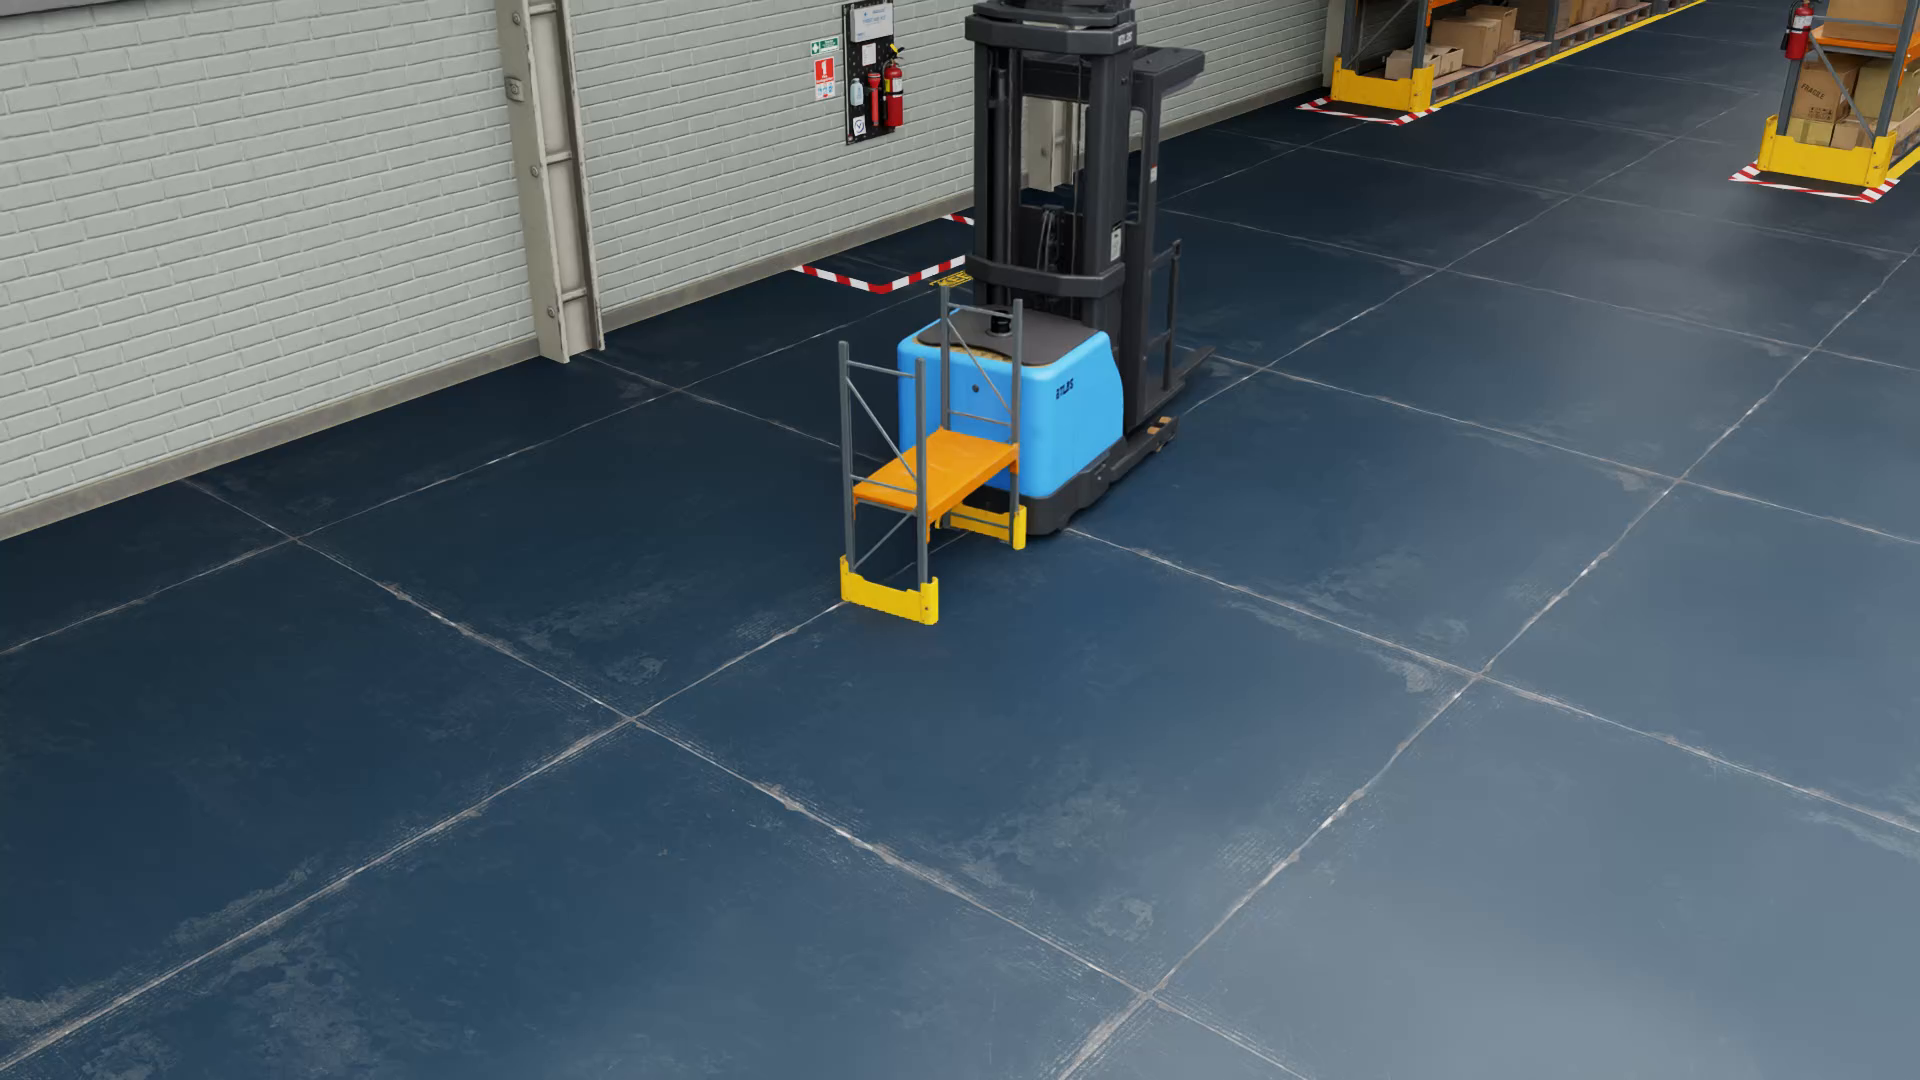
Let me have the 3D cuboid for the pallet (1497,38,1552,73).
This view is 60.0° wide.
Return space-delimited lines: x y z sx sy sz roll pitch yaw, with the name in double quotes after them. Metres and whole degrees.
7.084 -6.434 21.957 1.003 0.211 1.213 21 34 34 "pallet"

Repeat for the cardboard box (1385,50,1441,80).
5.450 -5.723 19.995 0.500 0.311 0.500 17 32 29 "cardboard box"

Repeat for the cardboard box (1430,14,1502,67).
6.317 -6.254 20.817 0.700 0.500 0.500 18 33 31 "cardboard box"

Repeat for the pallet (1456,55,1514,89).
6.309 -5.999 21.117 1.003 0.211 1.213 21 34 34 "pallet"

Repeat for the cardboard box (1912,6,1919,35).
9.402 -5.450 16.912 0.700 0.500 0.500 22 34 36 "cardboard box"

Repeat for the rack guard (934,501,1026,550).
0.114 -0.131 9.732 0.587 0.250 0.087 15 31 26 "rack guard"

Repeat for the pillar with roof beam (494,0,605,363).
0.407 -4.155 7.989 9.100 9.000 0.400 21 34 34 "pillar with roof beam"

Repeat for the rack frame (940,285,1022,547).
0.115 -0.687 9.446 0.500 1.500 0.032 15 31 26 "rack frame"

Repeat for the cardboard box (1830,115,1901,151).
9.278 -4.147 17.036 0.500 0.250 0.500 21 34 34 "cardboard box"

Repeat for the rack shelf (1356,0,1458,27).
6.212 -6.892 20.591 1.077 0.370 4.000 21 34 34 "rack shelf"

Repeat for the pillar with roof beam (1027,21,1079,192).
4.223 -6.283 12.101 9.100 9.000 0.400 21 34 34 "pillar with roof beam"

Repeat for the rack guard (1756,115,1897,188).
8.750 -3.938 16.817 1.175 0.500 0.348 21 34 34 "rack guard"

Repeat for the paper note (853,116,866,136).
-0.866 -3.578 14.360 0.016 0.148 0.142 21 34 34 "paper note"

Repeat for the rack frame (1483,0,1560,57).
7.484 -7.921 21.797 1.000 3.000 0.127 21 34 34 "rack frame"

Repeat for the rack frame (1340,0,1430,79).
4.940 -6.503 19.055 1.000 3.000 0.127 21 34 34 "rack frame"

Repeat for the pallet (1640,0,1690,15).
10.588 -8.358 25.677 1.003 0.211 1.213 21 34 34 "pallet"

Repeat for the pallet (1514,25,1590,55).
7.978 -6.959 22.972 1.003 0.211 1.213 21 34 34 "pallet"

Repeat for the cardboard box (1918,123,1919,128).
10.233 -4.678 18.064 0.500 0.250 0.500 21 34 34 "cardboard box"

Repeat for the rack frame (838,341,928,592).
-0.394 -0.283 8.664 0.500 1.500 0.032 15 31 26 "rack frame"

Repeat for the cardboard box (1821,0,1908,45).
9.072 -5.262 16.549 0.700 0.500 0.500 21 34 34 "cardboard box"

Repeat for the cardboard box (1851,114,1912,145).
9.593 -4.325 17.381 0.500 0.250 0.500 21 34 34 "cardboard box"

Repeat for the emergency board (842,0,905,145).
-0.700 -4.011 14.240 0.194 1.169 0.643 21 34 34 "emergency board"

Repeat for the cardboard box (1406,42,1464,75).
5.812 -5.925 20.386 0.500 0.311 0.500 24 36 38 "cardboard box"

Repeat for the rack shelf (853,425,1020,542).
-0.140 -0.325 9.138 0.538 0.185 1.000 15 31 26 "rack shelf"

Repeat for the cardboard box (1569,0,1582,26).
8.230 -7.470 23.166 0.700 0.500 0.500 20 33 33 "cardboard box"

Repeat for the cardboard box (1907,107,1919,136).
9.911 -4.502 17.724 0.500 0.250 0.500 21 34 34 "cardboard box"

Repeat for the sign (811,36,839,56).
-1.121 -4.096 13.787 0.001 0.109 0.331 21 34 34 "sign"

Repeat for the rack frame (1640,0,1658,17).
10.029 -9.339 24.538 1.000 3.000 0.127 21 34 34 "rack frame"

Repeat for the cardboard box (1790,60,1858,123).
8.876 -4.632 17.158 0.500 0.500 0.500 21 34 34 "cardboard box"

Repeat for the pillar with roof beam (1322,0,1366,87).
8.040 -8.410 16.213 9.100 9.000 0.400 21 34 34 "pillar with roof beam"

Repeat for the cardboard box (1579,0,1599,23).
8.585 -7.639 23.493 0.700 0.500 0.500 21 34 35 "cardboard box"

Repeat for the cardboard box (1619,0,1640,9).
9.611 -8.154 24.489 0.700 0.500 0.500 21 34 35 "cardboard box"

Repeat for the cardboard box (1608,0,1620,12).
9.193 -8.005 24.201 0.700 0.500 0.500 21 34 34 "cardboard box"

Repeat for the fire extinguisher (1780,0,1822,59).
8.331 -5.116 16.459 0.296 0.674 0.183 21 34 34 "fire extinguisher"

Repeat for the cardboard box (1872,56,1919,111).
9.902 -4.839 17.558 0.500 0.500 0.500 21 34 34 "cardboard box"

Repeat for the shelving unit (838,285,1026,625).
-0.135 -0.488 9.062 0.587 1.500 1.083 15 31 26 "shelving unit"

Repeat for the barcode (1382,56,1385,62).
5.152 -5.850 20.232 0.001 0.075 0.075 21 34 34 "barcode"

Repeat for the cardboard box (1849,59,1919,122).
9.594 -4.658 17.208 0.500 0.500 0.500 21 34 34 "cardboard box"

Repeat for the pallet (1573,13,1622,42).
8.754 -7.393 23.812 1.003 0.211 1.213 21 34 34 "pallet"

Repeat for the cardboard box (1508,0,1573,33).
7.940 -7.272 22.784 0.700 0.500 0.500 22 35 36 "cardboard box"

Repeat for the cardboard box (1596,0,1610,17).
8.899 -7.821 23.845 0.700 0.500 0.500 21 34 34 "cardboard box"

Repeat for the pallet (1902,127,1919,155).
9.995 -4.532 18.280 1.003 0.211 1.213 21 34 34 "pallet"

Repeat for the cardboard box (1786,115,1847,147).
8.878 -4.298 17.329 0.500 0.250 0.500 21 34 34 "cardboard box"

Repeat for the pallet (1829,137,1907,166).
9.219 -4.101 17.448 1.003 0.211 1.213 21 34 34 "pallet"

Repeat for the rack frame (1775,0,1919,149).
8.765 -5.056 16.259 1.000 3.000 0.127 21 34 34 "rack frame"

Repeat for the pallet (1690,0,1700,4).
11.364 -8.789 26.509 1.003 0.211 1.213 21 34 34 "pallet"

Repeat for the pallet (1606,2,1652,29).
9.530 -7.824 24.644 1.003 0.211 1.213 21 34 34 "pallet"

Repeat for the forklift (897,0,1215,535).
0.791 -1.970 10.368 1.130 2.935 3.031 15 31 26 "forklift"

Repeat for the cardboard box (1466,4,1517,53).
6.855 -6.626 21.536 0.500 0.500 0.500 18 32 31 "cardboard box"

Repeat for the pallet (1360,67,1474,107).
5.532 -5.569 20.285 1.003 0.211 1.213 21 34 34 "pallet"

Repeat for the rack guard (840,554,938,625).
-0.384 0.265 8.966 0.587 0.250 0.087 15 31 26 "rack guard"

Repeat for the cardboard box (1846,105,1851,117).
9.187 -4.479 17.679 0.500 0.250 0.500 21 34 34 "cardboard box"

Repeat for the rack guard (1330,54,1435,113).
4.988 -5.419 19.682 1.175 0.500 0.348 21 34 34 "rack guard"

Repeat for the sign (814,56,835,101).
-1.131 -3.861 13.911 0.001 0.329 0.234 21 34 34 "sign"

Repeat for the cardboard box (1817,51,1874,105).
9.501 -4.991 17.852 0.500 0.500 0.500 21 34 34 "cardboard box"

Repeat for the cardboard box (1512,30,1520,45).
7.167 -6.659 21.963 0.380 0.166 0.250 16 31 28 "cardboard box"

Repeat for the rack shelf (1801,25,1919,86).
10.037 -5.446 17.795 1.077 0.370 4.000 21 34 34 "rack shelf"
